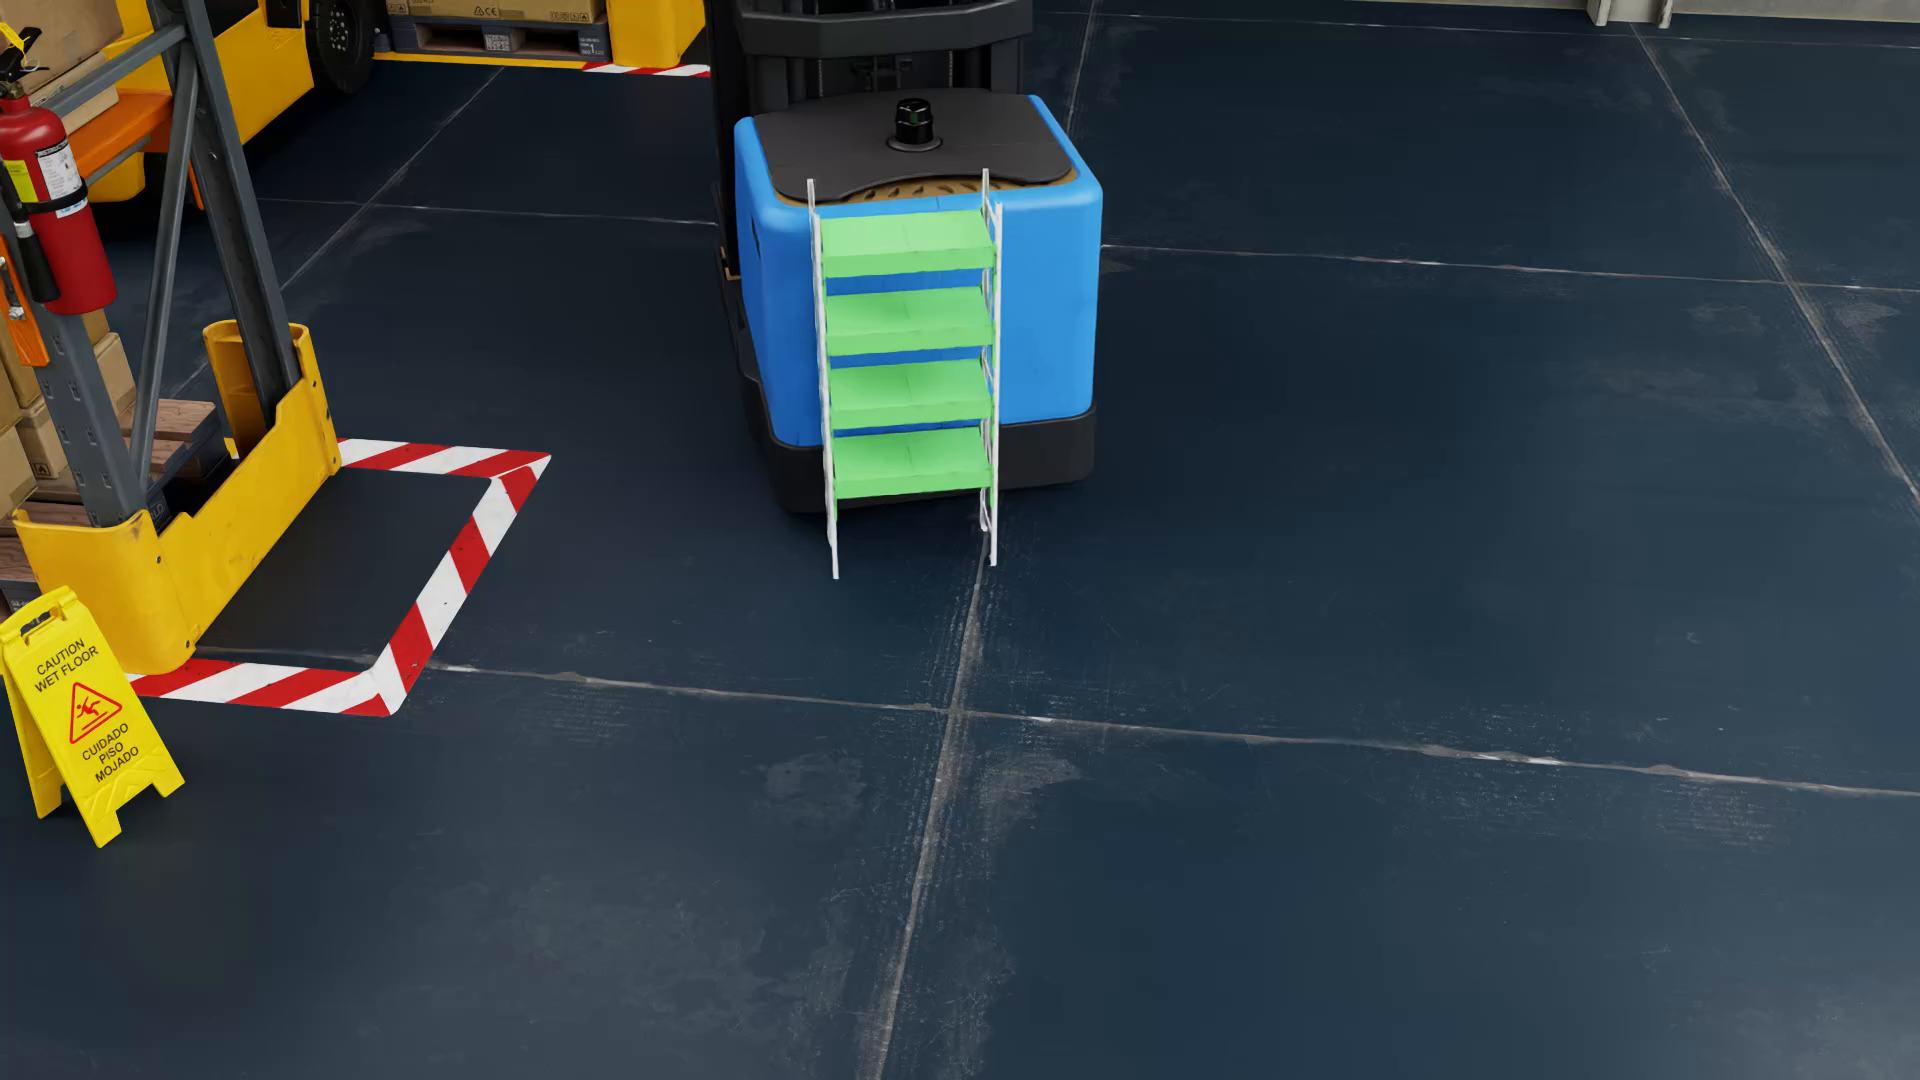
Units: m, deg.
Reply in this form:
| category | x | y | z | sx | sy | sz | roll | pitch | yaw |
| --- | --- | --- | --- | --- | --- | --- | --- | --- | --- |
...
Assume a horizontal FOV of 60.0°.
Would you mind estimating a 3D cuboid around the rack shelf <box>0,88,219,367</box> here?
| category | x | y | z | sx | sy | sz | roll | pitch | yaw |
| --- | --- | --- | --- | --- | --- | --- | --- | --- | --- |
| rack shelf | -4.230 | -1.032 | 4.734 | 4.000 | 0.370 | 1.077 | 4 | 36 | 6 |

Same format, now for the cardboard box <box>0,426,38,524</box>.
| category | x | y | z | sx | sy | sz | roll | pitch | yaw |
| --- | --- | --- | --- | --- | --- | --- | --- | --- | --- |
| cardboard box | -3.106 | -0.135 | 4.863 | 0.500 | 0.250 | 0.500 | 4 | 36 | 6 |

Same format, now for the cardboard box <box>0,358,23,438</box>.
| category | x | y | z | sx | sy | sz | roll | pitch | yaw |
| --- | --- | --- | --- | --- | --- | --- | --- | --- | --- |
| cardboard box | -3.074 | -0.443 | 4.649 | 0.500 | 0.500 | 0.500 | 4 | 36 | 6 |

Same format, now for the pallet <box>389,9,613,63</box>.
| category | x | y | z | sx | sy | sz | roll | pitch | yaw |
| --- | --- | --- | --- | --- | --- | --- | --- | --- | --- |
| pallet | -2.382 | -2.935 | 9.180 | 1.213 | 0.211 | 1.003 | 4 | 36 | 6 |

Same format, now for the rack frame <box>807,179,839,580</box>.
| category | x | y | z | sx | sy | sz | roll | pitch | yaw |
| --- | --- | --- | --- | --- | --- | --- | --- | --- | --- |
| rack frame | -0.395 | -0.435 | 4.827 | 0.015 | 1.200 | 0.240 | -5 | 36 | -7 |

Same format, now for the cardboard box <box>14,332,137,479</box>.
| category | x | y | z | sx | sy | sz | roll | pitch | yaw |
| --- | --- | --- | --- | --- | --- | --- | --- | --- | --- |
| cardboard box | -3.011 | -0.448 | 5.301 | 0.500 | 0.250 | 0.500 | 4 | 36 | 6 |

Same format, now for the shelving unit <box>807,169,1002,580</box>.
| category | x | y | z | sx | sy | sz | roll | pitch | yaw |
| --- | --- | --- | --- | --- | --- | --- | --- | --- | --- |
| shelving unit | -0.154 | -0.456 | 4.856 | 0.503 | 1.200 | 0.258 | -5 | 36 | -7 |

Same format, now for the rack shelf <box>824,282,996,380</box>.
| category | x | y | z | sx | sy | sz | roll | pitch | yaw |
| --- | --- | --- | --- | --- | --- | --- | --- | --- | --- |
| rack shelf | -0.154 | -0.599 | 4.754 | 0.480 | 0.148 | 0.258 | -5 | 36 | -7 |

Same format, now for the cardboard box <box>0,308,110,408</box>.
| category | x | y | z | sx | sy | sz | roll | pitch | yaw |
| --- | --- | --- | --- | --- | --- | --- | --- | --- | --- |
| cardboard box | -3.035 | -0.755 | 5.085 | 0.500 | 0.500 | 0.500 | 3 | 36 | 4 |

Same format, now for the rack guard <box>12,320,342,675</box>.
| category | x | y | z | sx | sy | sz | roll | pitch | yaw |
| --- | --- | --- | --- | --- | --- | --- | --- | --- | --- |
| rack guard | -2.322 | -0.165 | 5.051 | 0.348 | 0.500 | 1.175 | 4 | 36 | 6 |

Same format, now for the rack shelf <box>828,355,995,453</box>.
| category | x | y | z | sx | sy | sz | roll | pitch | yaw |
| --- | --- | --- | --- | --- | --- | --- | --- | --- | --- |
| rack shelf | -0.154 | -0.404 | 4.893 | 0.480 | 0.148 | 0.258 | -5 | 36 | -7 |

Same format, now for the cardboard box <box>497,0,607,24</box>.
| category | x | y | z | sx | sy | sz | roll | pitch | yaw |
| --- | --- | --- | --- | --- | --- | --- | --- | --- | --- |
| cardboard box | -2.124 | -2.942 | 8.795 | 0.500 | 0.250 | 0.500 | 5 | 36 | 6 |

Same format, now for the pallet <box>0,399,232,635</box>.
| category | x | y | z | sx | sy | sz | roll | pitch | yaw |
| --- | --- | --- | --- | --- | --- | --- | --- | --- | --- |
| pallet | -3.123 | -0.128 | 5.248 | 1.213 | 0.211 | 1.003 | 4 | 36 | 6 |

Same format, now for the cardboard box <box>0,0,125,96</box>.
| category | x | y | z | sx | sy | sz | roll | pitch | yaw |
| --- | --- | --- | --- | --- | --- | --- | --- | --- | --- |
| cardboard box | -2.681 | -1.534 | 4.475 | 0.500 | 0.500 | 0.500 | 4 | 36 | 5 |

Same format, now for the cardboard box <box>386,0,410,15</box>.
| category | x | y | z | sx | sy | sz | roll | pitch | yaw |
| --- | --- | --- | --- | --- | --- | --- | --- | --- | --- |
| cardboard box | -3.111 | -3.026 | 8.914 | 0.500 | 0.250 | 0.500 | 5 | 36 | 6 |

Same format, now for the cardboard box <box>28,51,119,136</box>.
| category | x | y | z | sx | sy | sz | roll | pitch | yaw |
| --- | --- | --- | --- | --- | --- | --- | --- | --- | --- |
| cardboard box | -2.557 | -1.219 | 4.593 | 0.250 | 0.149 | 0.380 | 4 | 36 | 6 |

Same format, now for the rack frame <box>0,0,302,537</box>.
| category | x | y | z | sx | sy | sz | roll | pitch | yaw |
| --- | --- | --- | --- | --- | --- | --- | --- | --- | --- |
| rack frame | -2.247 | -1.177 | 4.317 | 0.127 | 3.000 | 1.000 | 4 | 36 | 6 |

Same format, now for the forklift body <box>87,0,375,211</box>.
| category | x | y | z | sx | sy | sz | roll | pitch | yaw |
| --- | --- | --- | --- | --- | --- | --- | --- | --- | --- |
| forklift body | -3.731 | -2.781 | 7.295 | 1.214 | 2.155 | 2.313 | 4 | 36 | 6 |

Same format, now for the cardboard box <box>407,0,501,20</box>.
| category | x | y | z | sx | sy | sz | roll | pitch | yaw |
| --- | --- | --- | --- | --- | --- | --- | --- | --- | --- |
| cardboard box | -2.616 | -2.984 | 8.855 | 0.500 | 0.250 | 0.500 | 4 | 36 | 6 |

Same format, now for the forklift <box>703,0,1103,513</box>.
| category | x | y | z | sx | sy | sz | roll | pitch | yaw |
| --- | --- | --- | --- | --- | --- | --- | --- | --- | --- |
| forklift | -0.371 | -2.130 | 5.712 | 1.130 | 2.935 | 3.031 | -7 | 36 | -10 |

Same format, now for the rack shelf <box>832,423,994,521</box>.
| category | x | y | z | sx | sy | sz | roll | pitch | yaw |
| --- | --- | --- | --- | --- | --- | --- | --- | --- | --- |
| rack shelf | -0.154 | -0.209 | 5.033 | 0.480 | 0.148 | 0.258 | -5 | 36 | -7 |

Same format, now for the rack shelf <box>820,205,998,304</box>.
| category | x | y | z | sx | sy | sz | roll | pitch | yaw |
| --- | --- | --- | --- | --- | --- | --- | --- | --- | --- |
| rack shelf | -0.154 | -0.795 | 4.614 | 0.480 | 0.148 | 0.258 | -5 | 36 | -7 |

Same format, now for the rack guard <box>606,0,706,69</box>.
| category | x | y | z | sx | sy | sz | roll | pitch | yaw |
| --- | --- | --- | --- | --- | --- | --- | --- | --- | --- |
| rack guard | -1.594 | -3.018 | 9.049 | 0.348 | 0.500 | 1.175 | 4 | 36 | 6 |

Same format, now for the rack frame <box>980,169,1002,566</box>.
| category | x | y | z | sx | sy | sz | roll | pitch | yaw |
| --- | --- | --- | --- | --- | --- | --- | --- | --- | --- |
| rack frame | 0.088 | -0.477 | 4.885 | 0.015 | 1.200 | 0.240 | -5 | 36 | -7 |

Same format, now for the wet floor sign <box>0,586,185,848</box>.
| category | x | y | z | sx | sy | sz | roll | pitch | yaw |
| --- | --- | --- | --- | --- | --- | --- | --- | --- | --- |
| wet floor sign | -2.194 | 0.412 | 4.118 | 0.232 | 0.644 | 0.267 | 17 | 39 | 22 |

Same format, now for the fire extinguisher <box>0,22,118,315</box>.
| category | x | y | z | sx | sy | sz | roll | pitch | yaw |
| --- | --- | --- | --- | --- | --- | --- | --- | --- | --- |
| fire extinguisher | -2.192 | -0.872 | 3.956 | 0.183 | 0.674 | 0.296 | 4 | 36 | 6 |

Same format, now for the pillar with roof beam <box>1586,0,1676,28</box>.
| category | x | y | z | sx | sy | sz | roll | pitch | yaw |
| --- | --- | --- | --- | --- | --- | --- | --- | --- | --- |
| pillar with roof beam | 3.209 | -4.126 | 3.284 | 0.400 | 9.000 | 9.100 | 4 | 36 | 6 |

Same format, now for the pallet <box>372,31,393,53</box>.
| category | x | y | z | sx | sy | sz | roll | pitch | yaw |
| --- | --- | --- | --- | --- | --- | --- | --- | --- | --- |
| pallet | -3.589 | -3.027 | 9.309 | 1.213 | 0.211 | 1.003 | 4 | 36 | 6 |
